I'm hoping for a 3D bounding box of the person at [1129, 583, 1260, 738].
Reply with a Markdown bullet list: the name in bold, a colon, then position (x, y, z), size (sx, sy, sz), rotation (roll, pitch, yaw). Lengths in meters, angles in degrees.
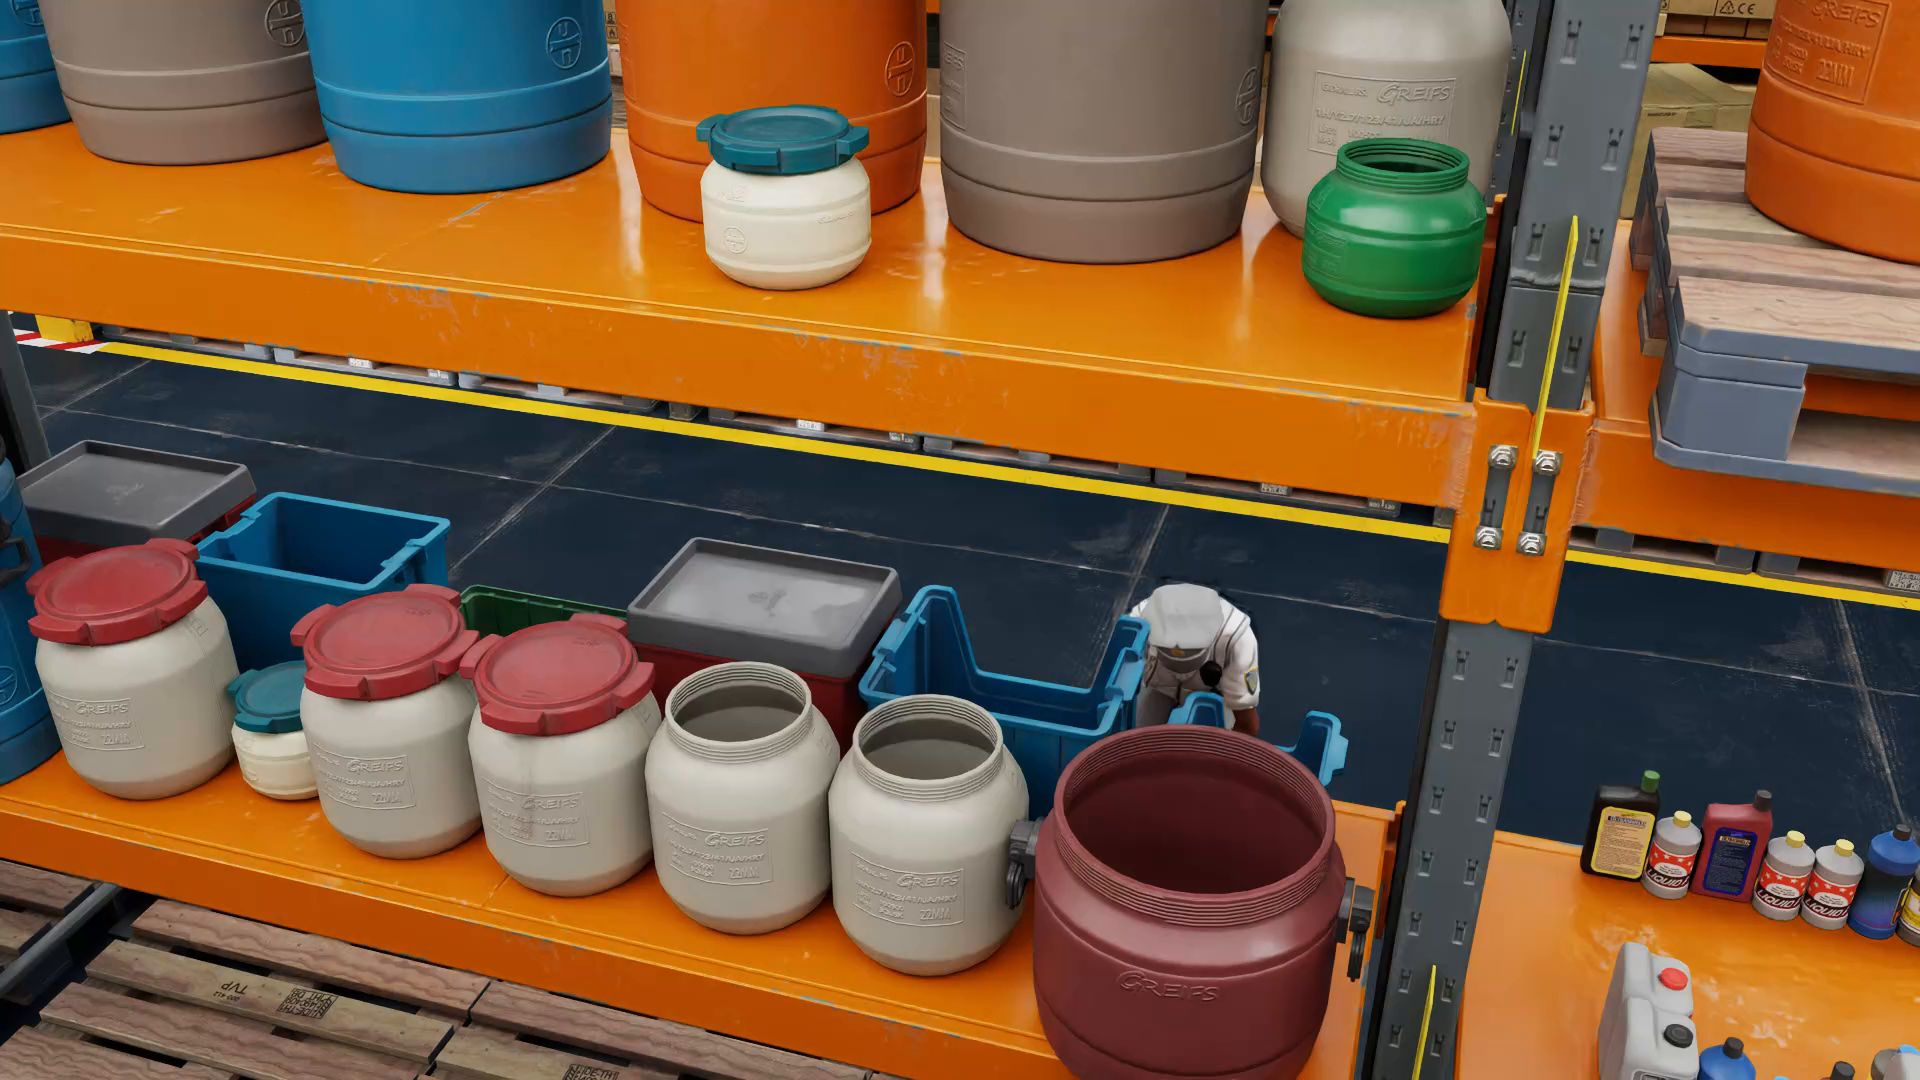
- **person**: position (0.737, 0.609, 5.450), size (0.495, 1.274, 0.769), rotation (9, 31, 15)
